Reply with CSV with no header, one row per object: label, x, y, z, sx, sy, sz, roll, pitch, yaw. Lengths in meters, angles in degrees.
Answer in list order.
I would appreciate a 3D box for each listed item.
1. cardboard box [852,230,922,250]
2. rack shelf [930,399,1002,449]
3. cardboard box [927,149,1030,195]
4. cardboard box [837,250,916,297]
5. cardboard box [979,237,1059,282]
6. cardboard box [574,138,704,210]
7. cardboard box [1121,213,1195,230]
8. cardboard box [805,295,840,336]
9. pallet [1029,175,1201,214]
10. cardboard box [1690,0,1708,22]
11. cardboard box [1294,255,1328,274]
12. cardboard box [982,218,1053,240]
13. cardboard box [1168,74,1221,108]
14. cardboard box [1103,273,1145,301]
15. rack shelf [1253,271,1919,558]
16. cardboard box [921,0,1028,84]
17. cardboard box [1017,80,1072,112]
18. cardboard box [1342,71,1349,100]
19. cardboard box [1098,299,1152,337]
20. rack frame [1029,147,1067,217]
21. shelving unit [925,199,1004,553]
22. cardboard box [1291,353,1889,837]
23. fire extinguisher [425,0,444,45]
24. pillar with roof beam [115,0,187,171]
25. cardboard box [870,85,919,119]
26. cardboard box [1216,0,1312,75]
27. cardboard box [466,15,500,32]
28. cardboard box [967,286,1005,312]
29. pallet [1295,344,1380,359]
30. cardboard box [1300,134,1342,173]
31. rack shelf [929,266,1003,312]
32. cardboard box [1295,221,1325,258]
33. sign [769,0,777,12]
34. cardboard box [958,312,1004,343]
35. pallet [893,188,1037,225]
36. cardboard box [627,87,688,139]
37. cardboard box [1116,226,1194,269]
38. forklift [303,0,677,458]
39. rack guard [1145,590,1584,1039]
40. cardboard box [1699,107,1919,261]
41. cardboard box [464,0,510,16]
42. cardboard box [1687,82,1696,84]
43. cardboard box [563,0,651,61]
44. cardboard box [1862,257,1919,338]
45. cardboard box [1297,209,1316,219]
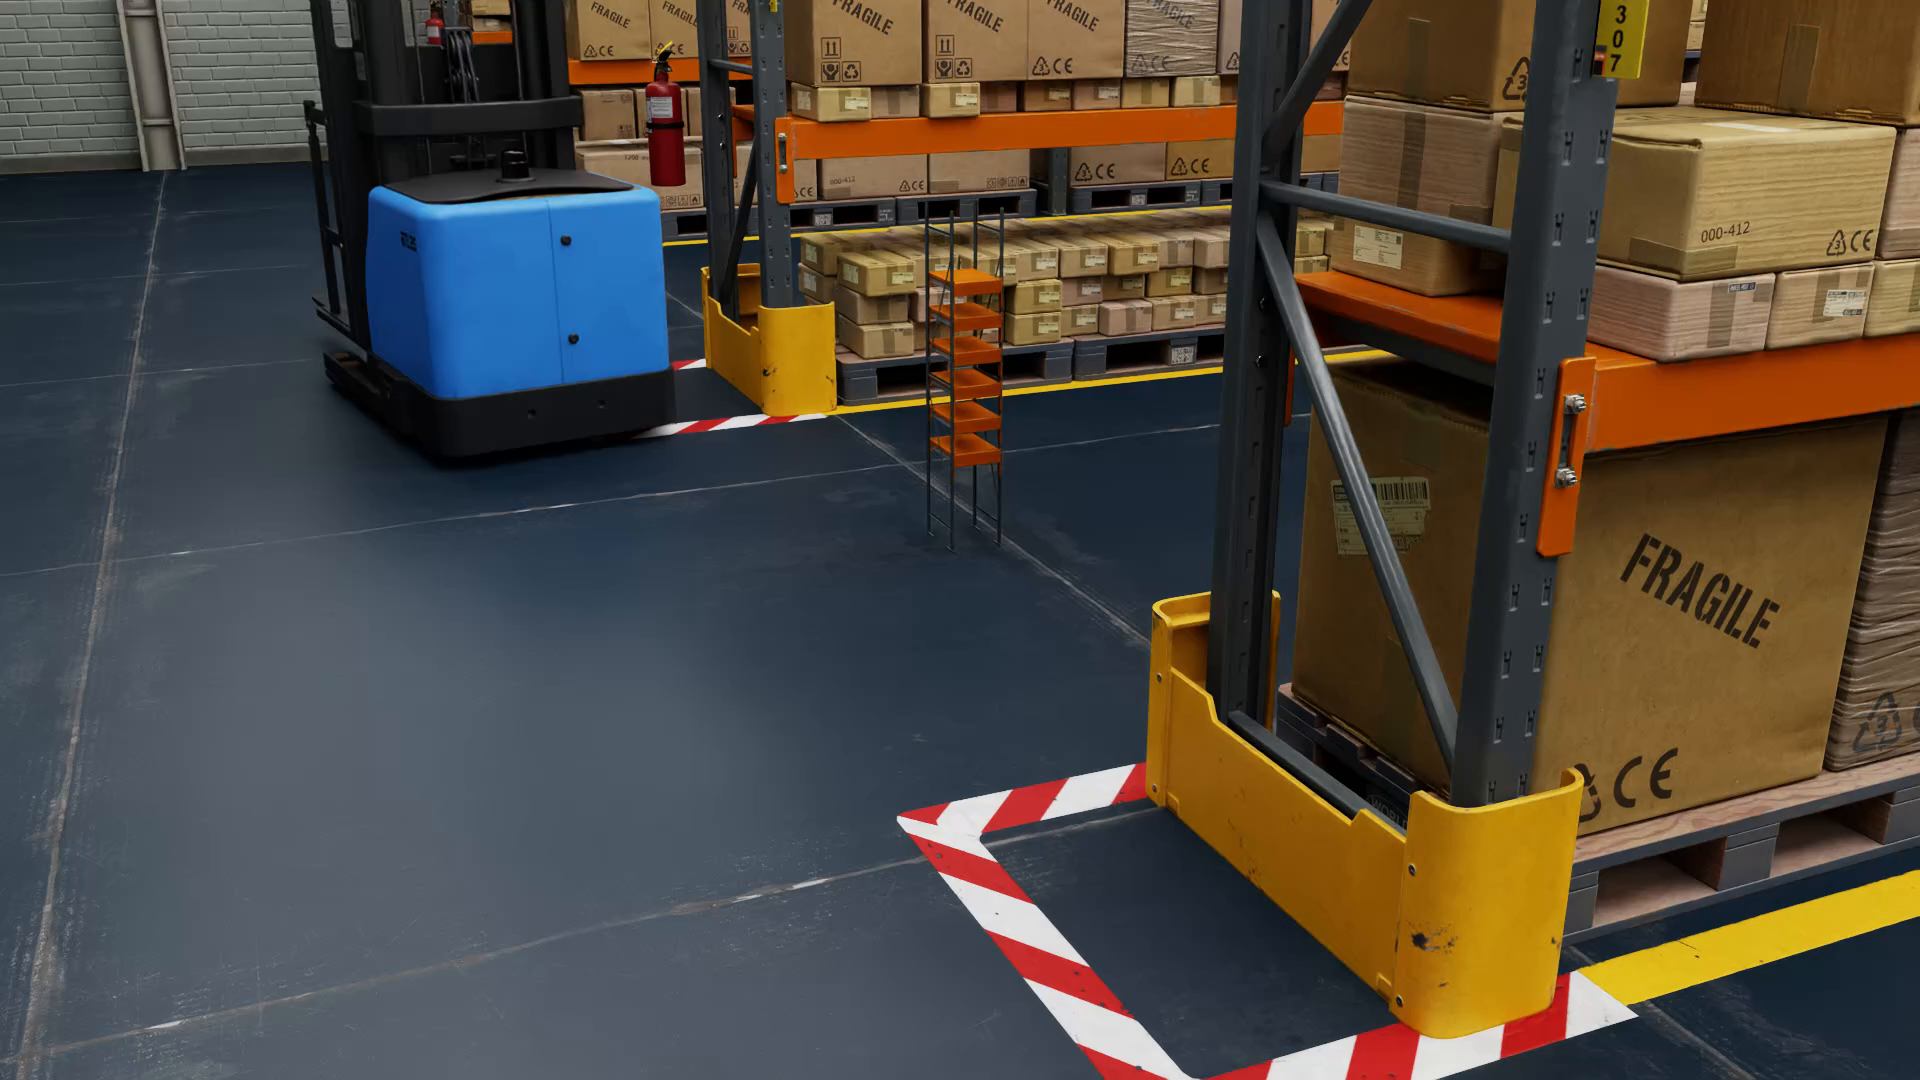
cardboard box,-0.373,-1.458,8.411,0.250,0.149,0.380,-8,21,-21
rack shelf,0.013,-0.413,5.883,0.180,0.103,0.258,-8,21,-22
cardboard box,-0.012,-3.124,13.603,0.875,0.438,0.875,-8,21,-23
cardboard box,-0.396,-1.261,7.851,0.250,0.149,0.380,-9,21,-24
cardboard box,0.286,-1.386,8.206,0.250,0.149,0.380,-9,21,-25
cardboard box,-2.499,-2.765,12.583,0.875,0.438,0.875,-9,21,-24
cardboard box,1.059,-1.662,8.992,0.250,0.149,0.380,-9,21,-24
cardboard box,-0.611,-1.148,8.426,0.250,0.149,0.380,-8,21,-21
pallet,1.286,-2.993,14.206,1.213,0.211,1.003,-8,21,-22
cardboard box,3.917,-2.923,9.104,0.250,0.149,0.380,-9,21,-24
cardboard box,1.746,-1.460,8.865,0.250,0.149,0.380,-8,21,-21
cardboard box,0.302,-1.598,8.809,0.250,0.149,0.380,-7,21,-20
cardboard box,1.084,-2.233,8.225,0.250,0.149,0.380,-8,21,-21
cardboard box,0.751,-1.337,8.515,0.250,0.149,0.380,-7,21,-19
rack shelf,2.696,-0.560,4.178,4.000,0.370,1.077,-8,21,-22
cardboard box,-0.009,-2.402,7.729,0.500,0.500,0.500,-8,21,-22
cardboard box,0.343,-2.155,8.005,0.250,0.149,0.380,-8,21,-22
cardboard box,2.029,-2.376,8.633,0.250,0.149,0.380,-7,21,-20
cardboard box,0.767,-1.150,8.431,0.250,0.149,0.380,-9,21,-25
rack frame,0.607,-4.184,13.389,0.127,3.000,1.000,-8,21,-22
shelving unit,0.013,-0.568,5.828,0.189,1.200,0.258,-8,21,-22
cardboard box,1.416,0.060,3.903,0.875,0.875,0.875,-8,21,-22
fire extinguisher,-4.987,-4.798,15.812,0.183,0.674,0.296,-8,21,-22
pillar with roof beam,-6.163,-6.608,11.240,0.400,9.000,9.100,-8,21,-22
cardboard box,-0.367,-2.032,7.655,0.250,0.149,0.380,-7,21,-20
cardboard box,1.394,-2.593,8.270,0.500,0.500,0.500,-8,21,-22
cardboard box,-4.625,-5.012,16.119,0.250,0.149,0.380,-8,21,-22
cardboard box,0.034,-1.224,8.194,0.250,0.149,0.380,-8,21,-21
pallet,2.058,-1.273,9.321,1.213,0.211,1.003,-8,21,-22
cardboard box,2.792,-3.725,14.651,0.875,0.875,0.875,-8,21,-21
rack shelf,0.013,-0.866,5.723,0.180,0.103,0.258,-8,21,-22
cardboard box,1.723,-1.605,8.828,0.250,0.149,0.380,-7,21,-20
sign,-0.797,-2.405,7.031,0.005,0.325,0.100,-8,21,-22
cardboard box,0.029,-1.081,8.235,0.250,0.149,0.380,-8,21,-21
pallet,-0.122,-2.793,13.636,1.213,0.211,1.003,-8,21,-22
cardboard box,-3.111,-4.381,17.080,0.500,0.500,0.500,-8,21,-21
cardboard box,0.997,-1.502,8.537,0.250,0.149,0.380,-8,21,-22
forklift,-2.465,-2.156,7.733,1.130,2.935,3.031,-12,23,-31
rack guard,0.838,0.546,3.718,0.348,0.500,1.175,-8,21,-22
cardboard box,1.882,-0.757,3.432,0.500,0.250,0.500,-8,21,-23
cardboard box,-4.512,-5.218,16.104,0.500,0.250,0.500,-8,21,-22
cardboard box,2.133,-0.984,4.077,0.500,0.250,0.500,-9,21,-24
cardboard box,-2.511,-3.681,11.809,0.500,0.500,0.500,-8,21,-22
cardboard box,1.786,-0.531,3.393,0.250,0.149,0.380,-9,21,-23
cardboard box,1.773,-1.773,9.306,0.250,0.149,0.380,-8,21,-23
